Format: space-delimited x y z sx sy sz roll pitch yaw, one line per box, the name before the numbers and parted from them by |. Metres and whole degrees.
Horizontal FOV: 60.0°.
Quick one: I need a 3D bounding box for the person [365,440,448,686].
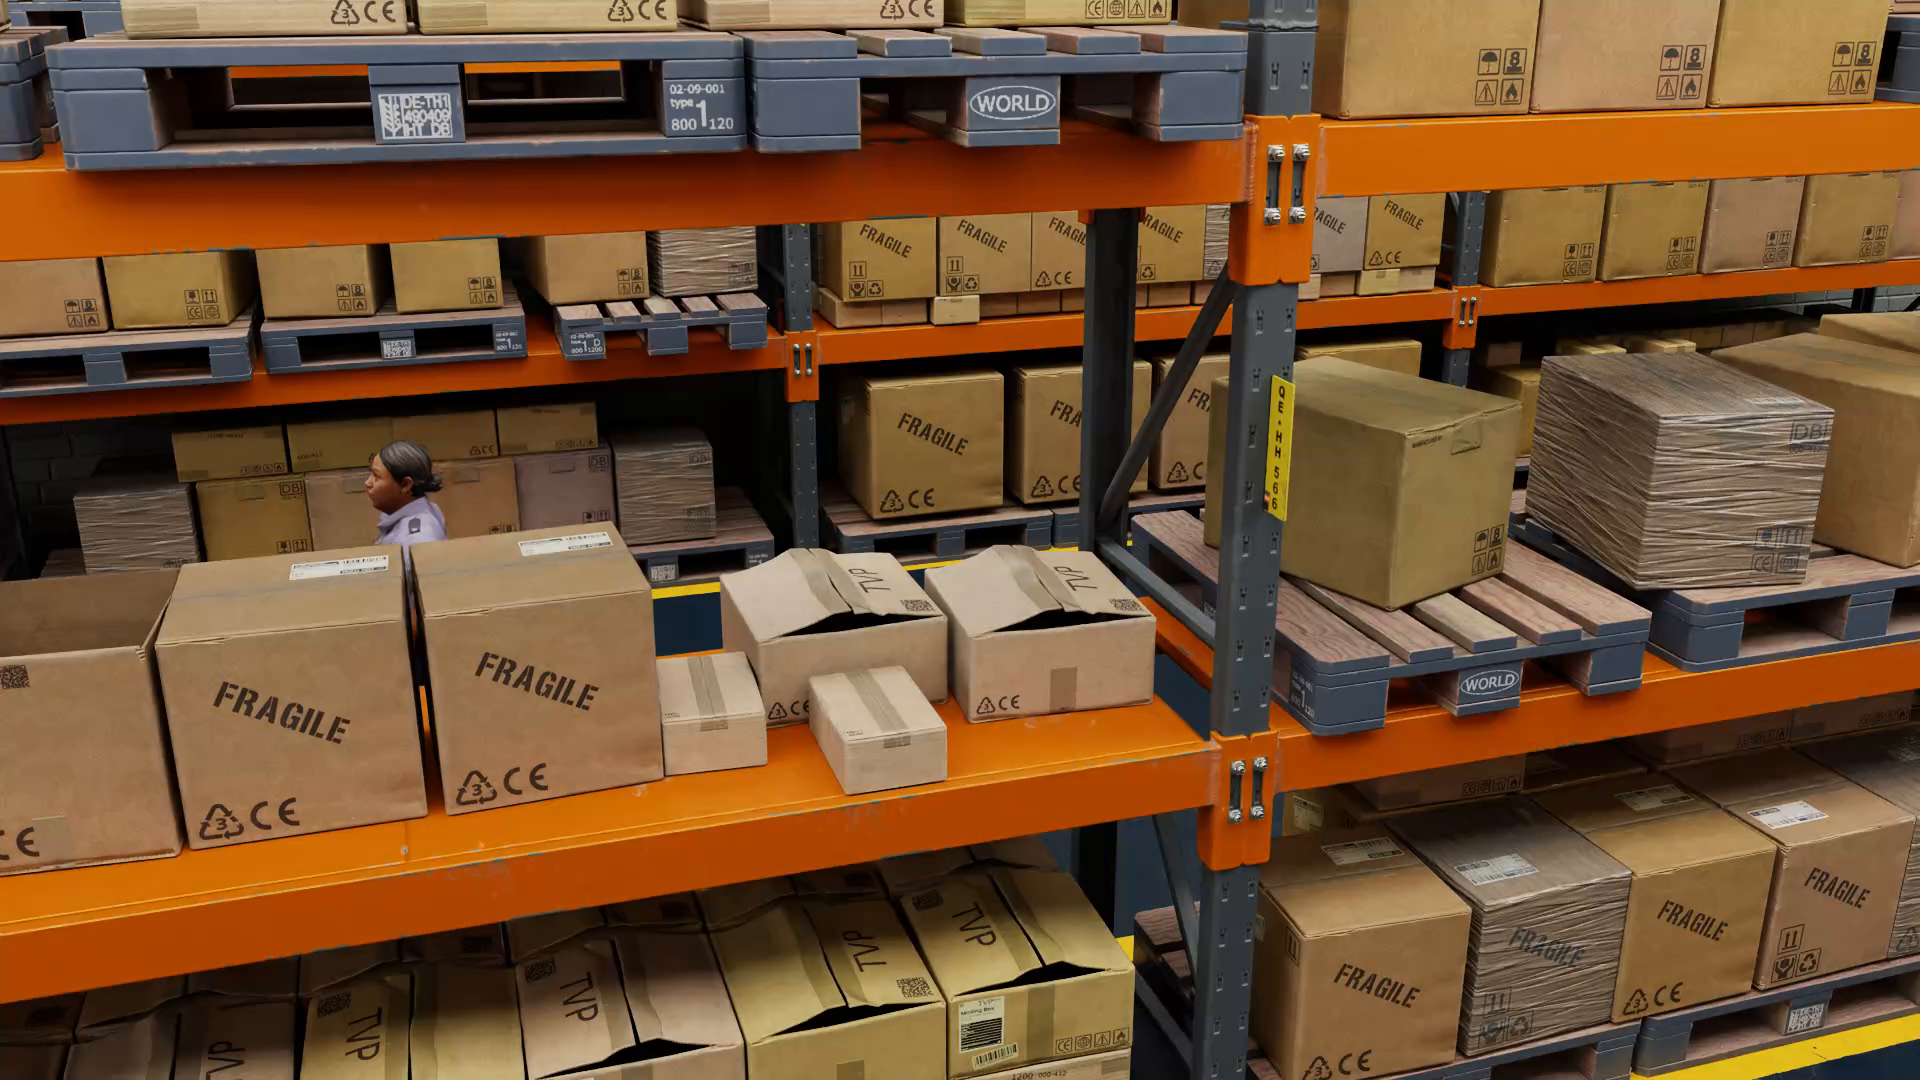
person | -1.912 0.429 5.843 1.013 1.576 0.524 -7 21 -20
